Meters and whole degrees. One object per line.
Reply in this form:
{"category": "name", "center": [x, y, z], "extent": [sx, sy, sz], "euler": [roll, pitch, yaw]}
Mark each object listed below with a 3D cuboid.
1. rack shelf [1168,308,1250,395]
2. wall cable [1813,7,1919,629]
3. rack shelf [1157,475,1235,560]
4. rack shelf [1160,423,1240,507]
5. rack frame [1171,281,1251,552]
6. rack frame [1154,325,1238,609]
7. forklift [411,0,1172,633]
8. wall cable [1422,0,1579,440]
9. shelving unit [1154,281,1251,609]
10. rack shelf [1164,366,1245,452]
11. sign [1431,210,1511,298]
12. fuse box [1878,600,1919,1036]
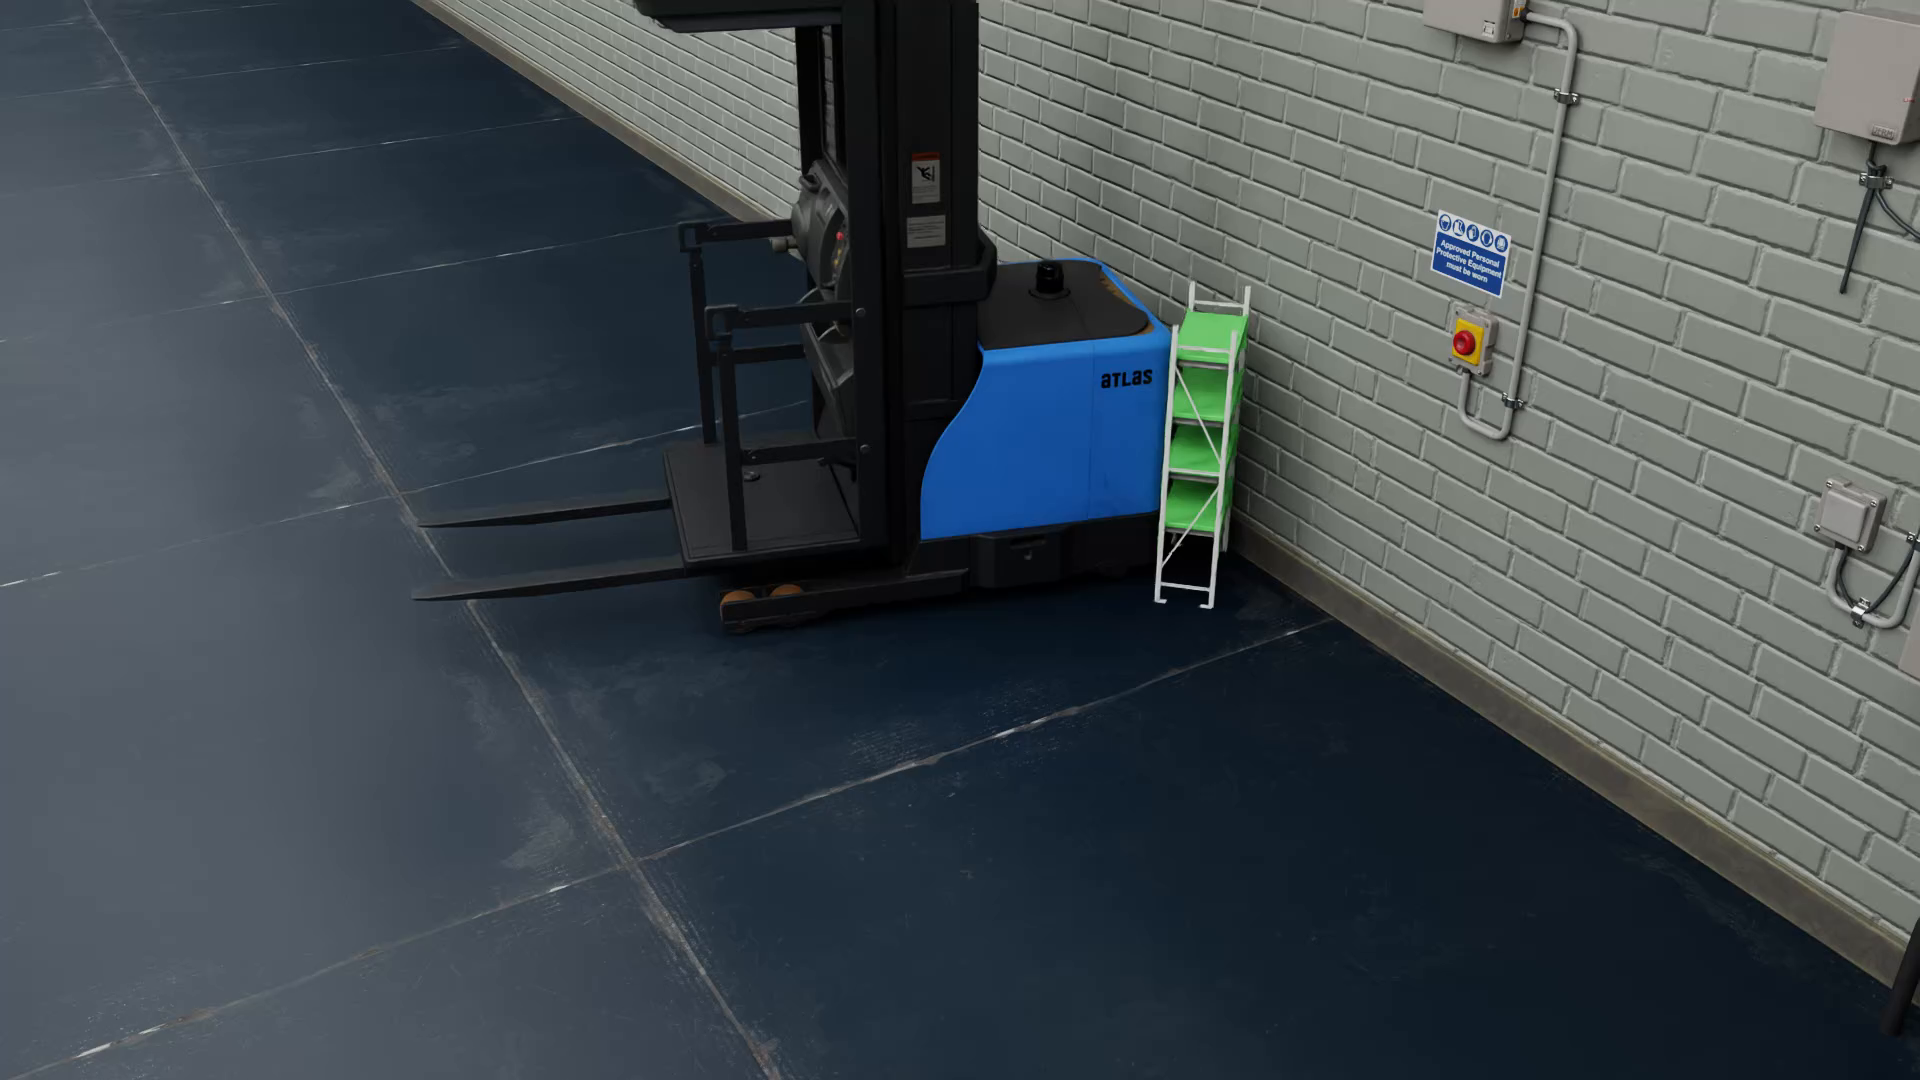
{"category": "rack shelf", "center": [0.974, -0.742, 6.490], "extent": [0.258, 0.148, 0.480], "euler": [7, 30, 13]}
{"category": "wall cable", "center": [2.423, -0.672, 4.312], "extent": [0.122, 1.984, 0.588], "euler": [-16, 33, -26]}
{"category": "rack shelf", "center": [0.973, -0.111, 6.839], "extent": [0.258, 0.148, 0.480], "euler": [7, 30, 13]}
{"category": "rack shelf", "center": [0.974, -0.321, 6.723], "extent": [0.258, 0.148, 0.480], "euler": [7, 30, 13]}
{"category": "rack frame", "center": [1.035, -0.491, 6.898], "extent": [0.240, 1.200, 0.015], "euler": [7, 30, 13]}
{"category": "rack frame", "center": [0.913, -0.263, 6.485], "extent": [0.240, 1.200, 0.015], "euler": [7, 30, 13]}
{"category": "forklift", "center": [-0.717, -1.196, 6.385], "extent": [3.031, 2.935, 1.130], "euler": [-7, 30, -12]}
{"category": "wall cable", "center": [1.694, -1.274, 5.370], "extent": [0.123, 1.953, 0.585], "euler": [-16, 33, -26]}
{"category": "shelving unit", "center": [0.974, -0.377, 6.692], "extent": [0.258, 1.200, 0.503], "euler": [7, 30, 13]}
{"category": "rack shelf", "center": [0.974, -0.531, 6.607], "extent": [0.258, 0.148, 0.480], "euler": [7, 30, 13]}
{"category": "sign", "center": [1.723, -0.969, 5.621], "extent": [0.001, 0.218, 0.327], "euler": [-16, 33, -26]}
{"category": "fuse box", "center": [2.633, 0.660, 4.284], "extent": [0.414, 1.711, 0.539], "euler": [-16, 33, -26]}
